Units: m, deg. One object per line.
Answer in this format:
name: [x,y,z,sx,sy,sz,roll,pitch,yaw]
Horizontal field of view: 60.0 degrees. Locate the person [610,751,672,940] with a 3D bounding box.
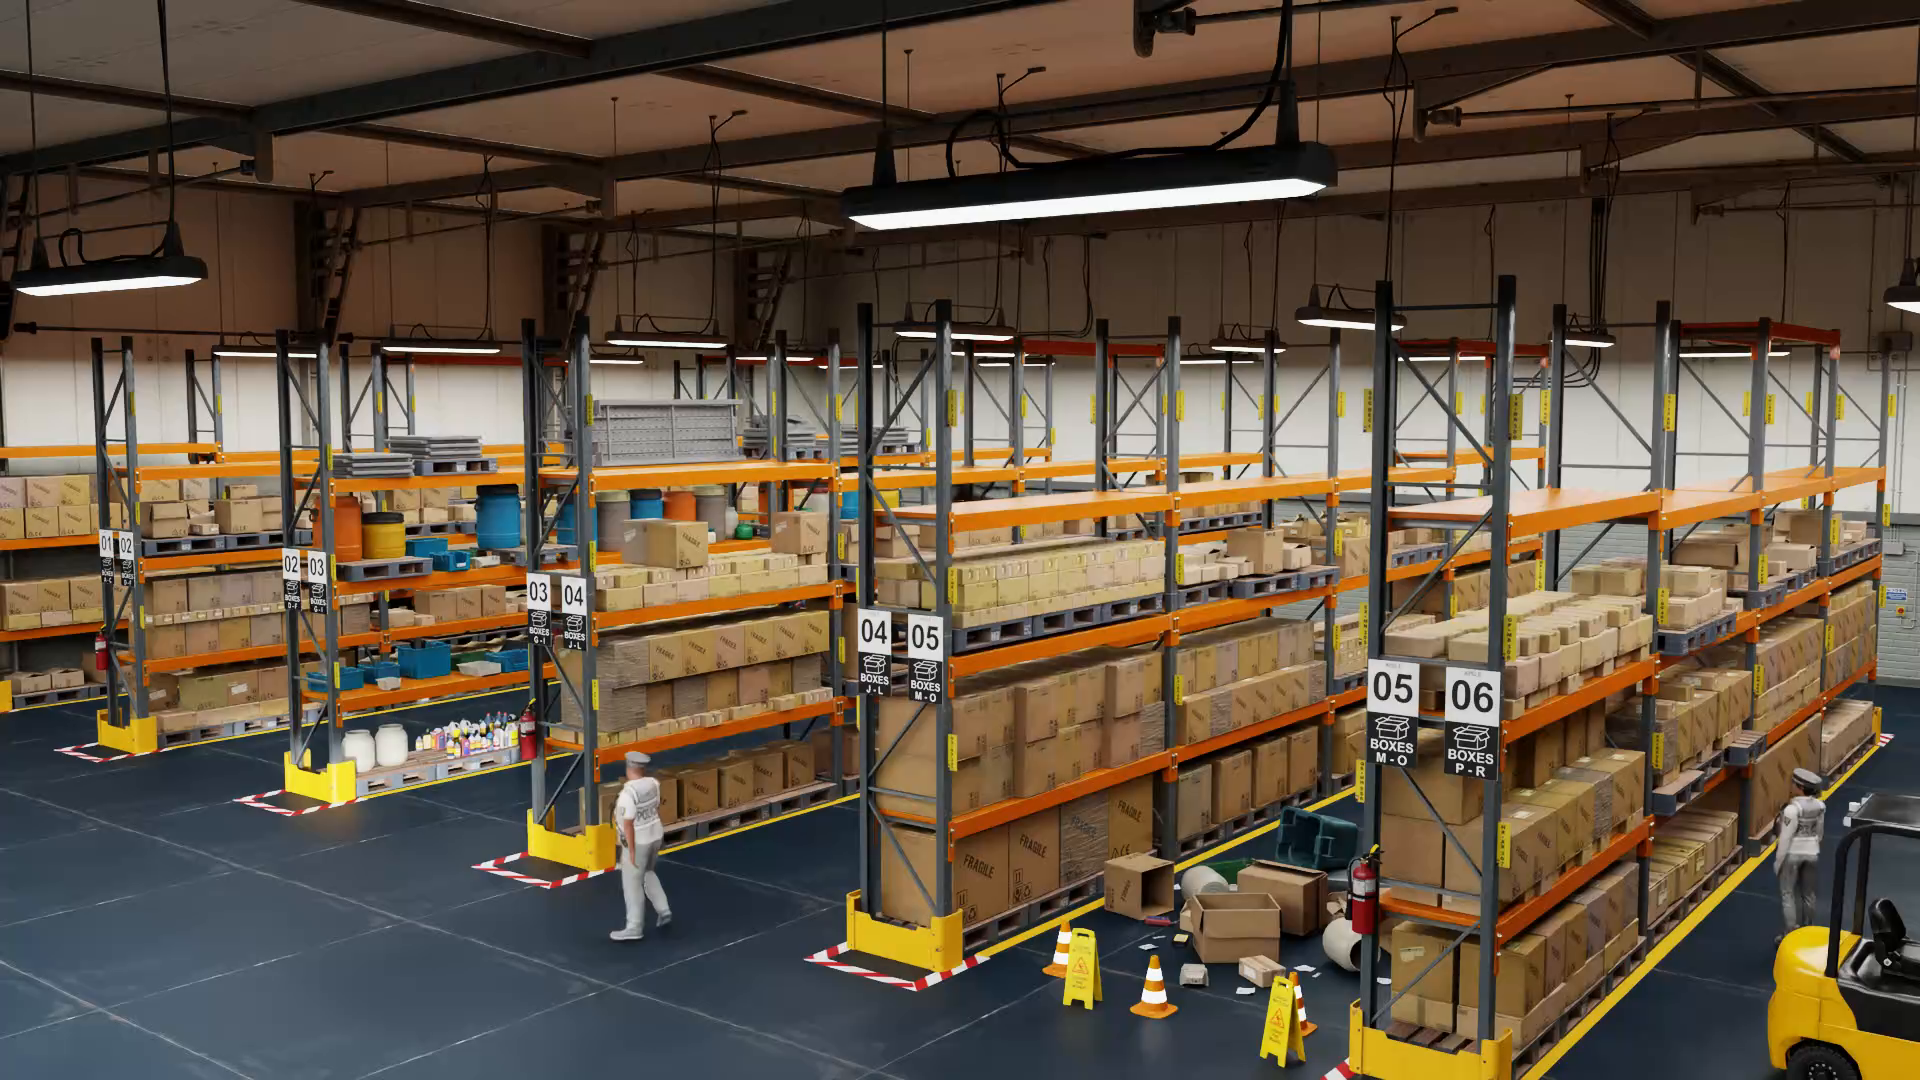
person: [-3.045,2.902,15.885,0.447,1.779,0.618,2,5,23]

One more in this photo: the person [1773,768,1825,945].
person: [7.878,2.966,15.685,0.491,1.676,0.549,0,5,-2]
